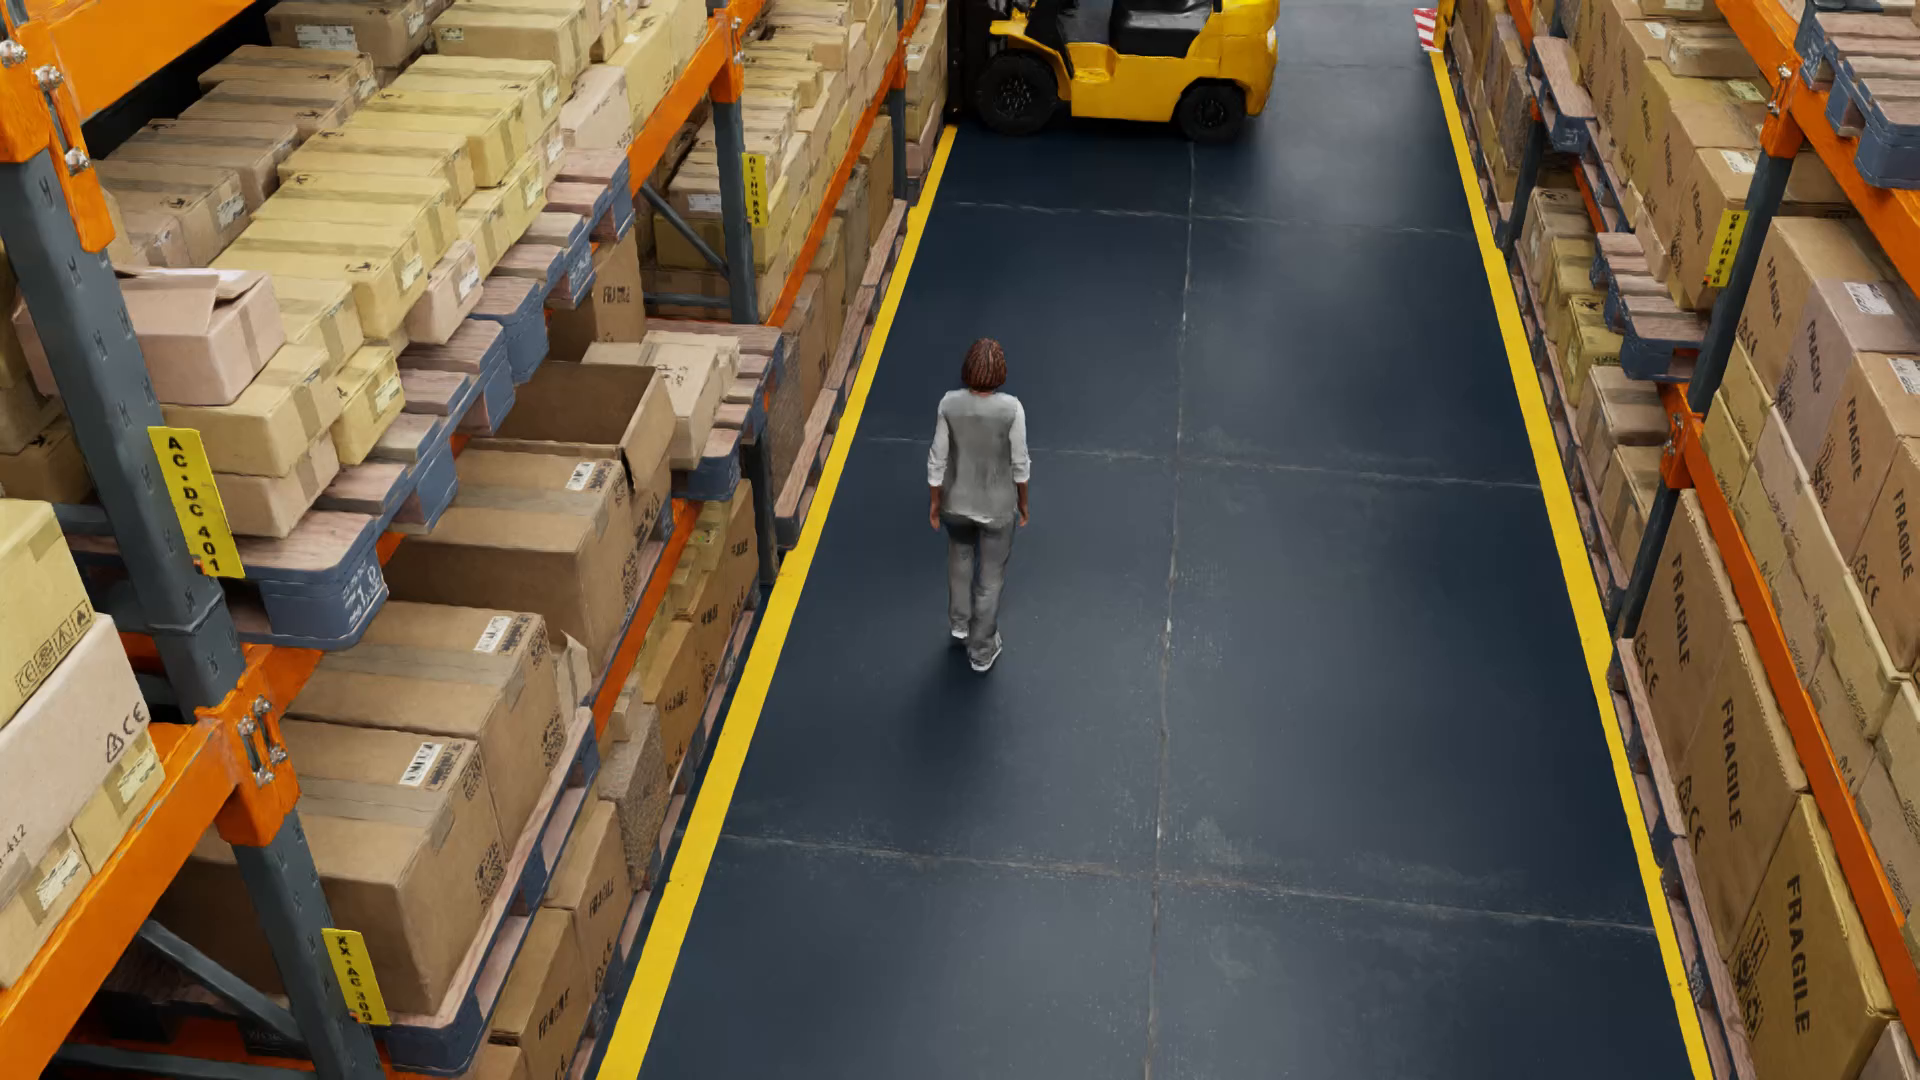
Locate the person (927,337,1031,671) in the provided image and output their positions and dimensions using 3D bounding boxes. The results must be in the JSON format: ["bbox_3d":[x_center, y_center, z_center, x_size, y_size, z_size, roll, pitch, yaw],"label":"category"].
[{"bbox_3d":[0.078,-0.147,7.225,0.435,1.590,0.441,7,37,10],"label":"person"}]
